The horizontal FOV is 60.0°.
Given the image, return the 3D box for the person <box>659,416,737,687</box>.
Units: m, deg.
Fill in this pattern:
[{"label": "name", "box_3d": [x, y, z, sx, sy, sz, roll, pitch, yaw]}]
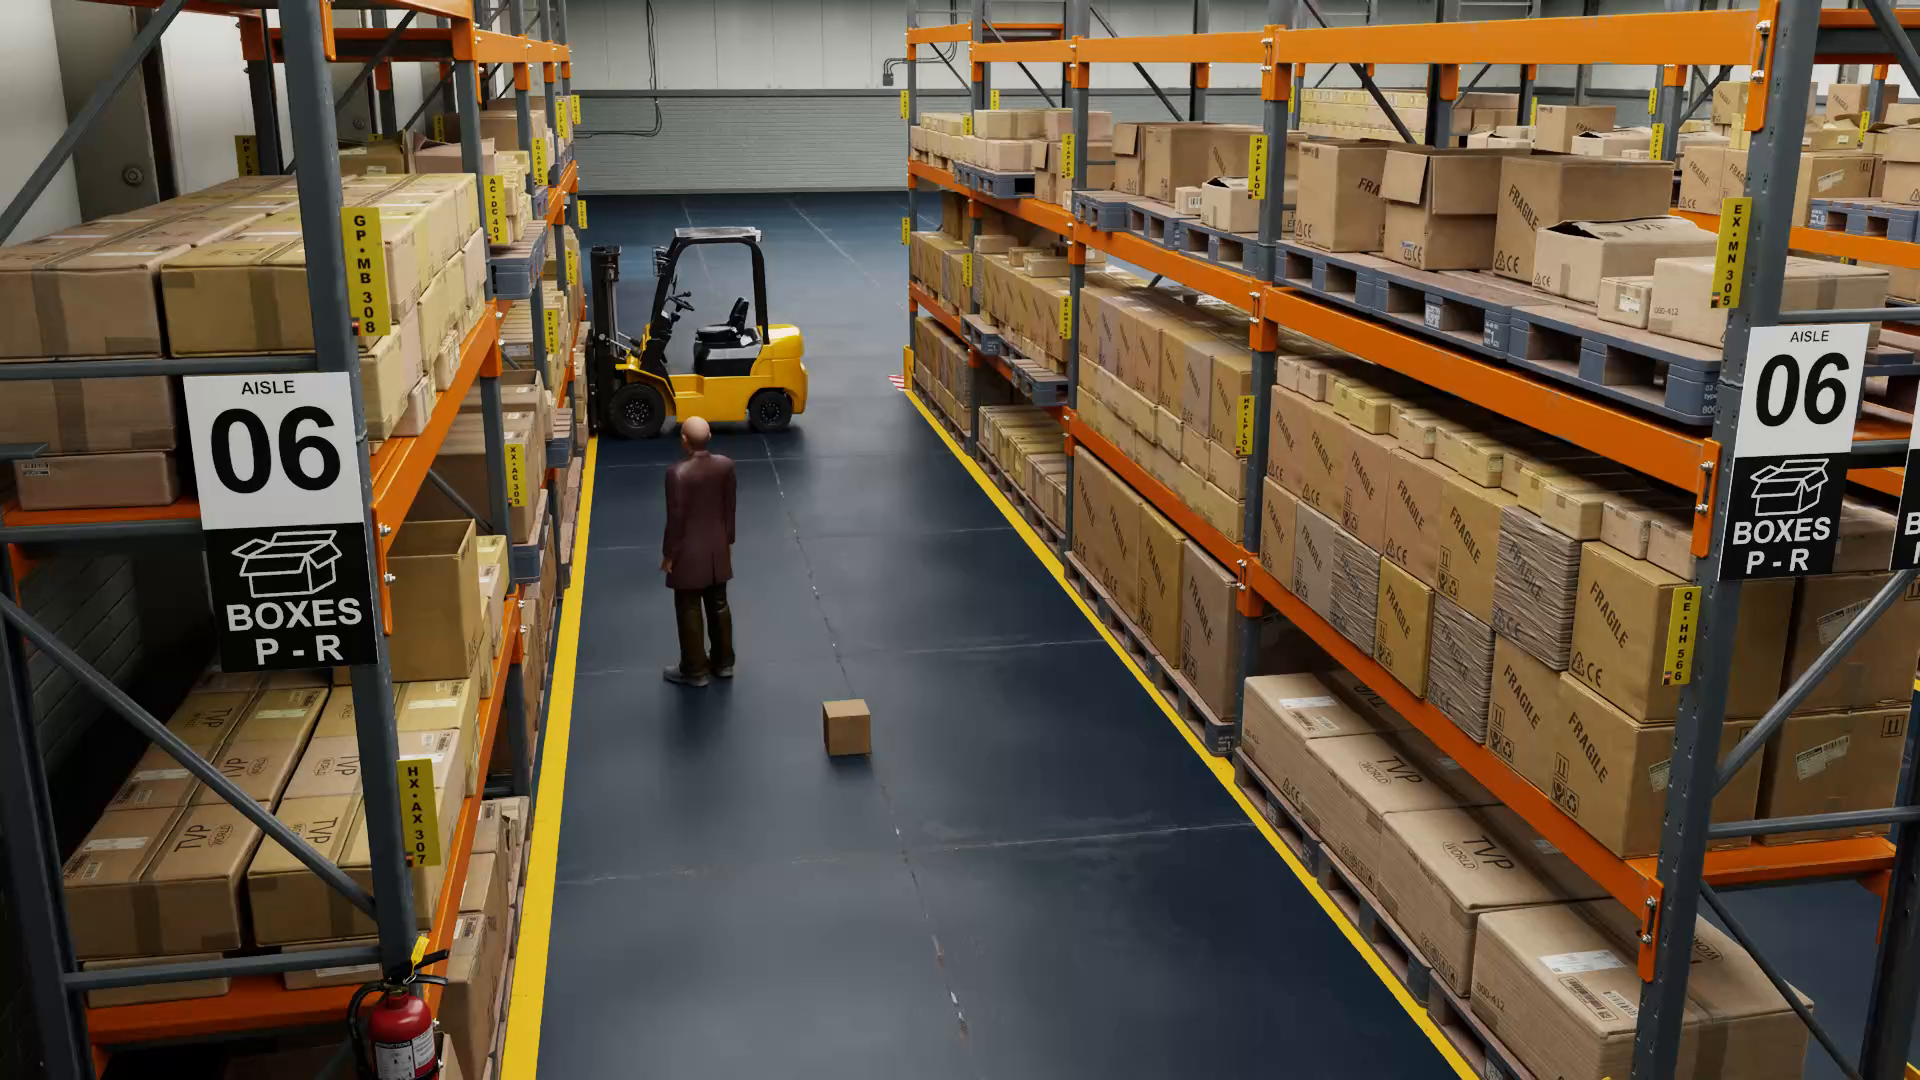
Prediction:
[{"label": "person", "box_3d": [-1.733, 0.058, 10.846, 0.396, 1.781, 0.553, 15, 22, 42]}]
